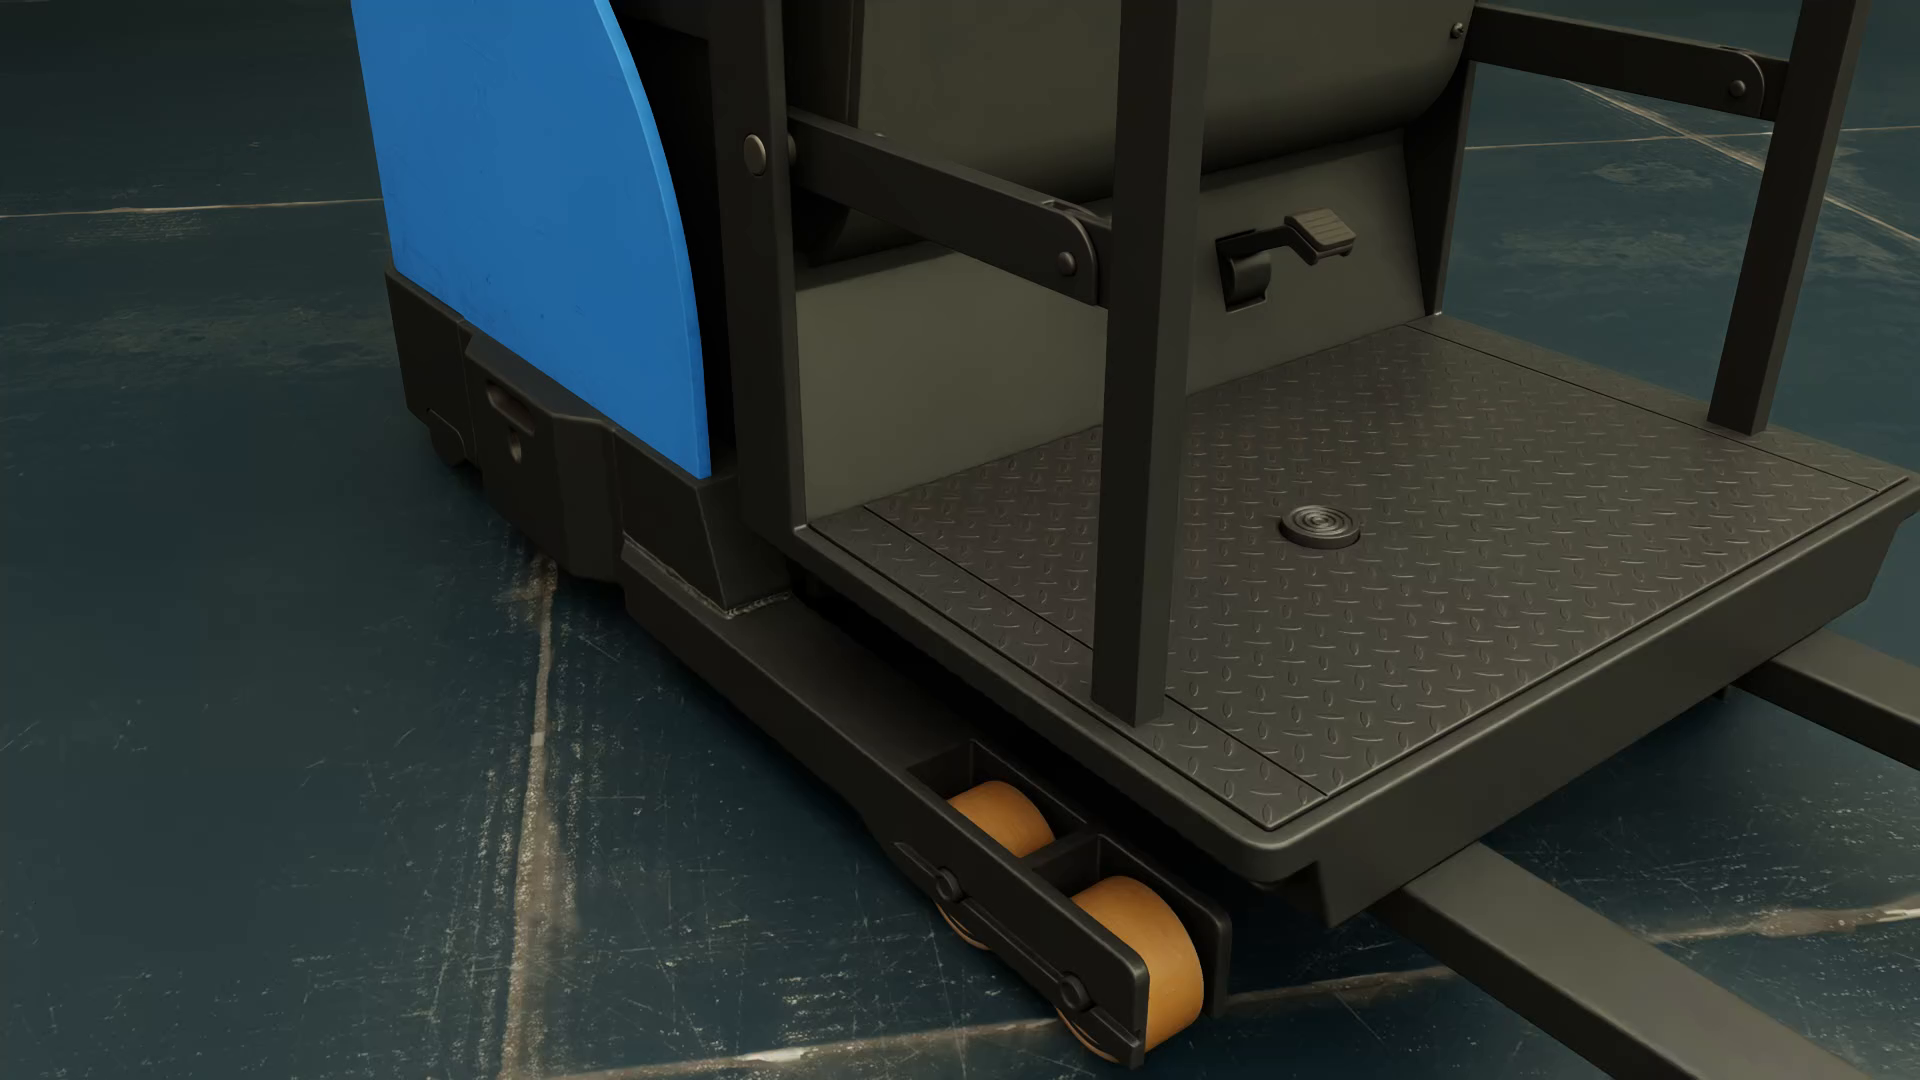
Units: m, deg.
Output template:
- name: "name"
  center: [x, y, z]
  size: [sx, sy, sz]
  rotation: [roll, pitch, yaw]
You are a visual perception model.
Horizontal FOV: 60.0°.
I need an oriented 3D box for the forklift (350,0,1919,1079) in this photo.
- name: "forklift"
  center: [0.374, -1.069, 1.387]
  size: [1.130, 2.935, 3.031]
  rotation: [-20, 34, -33]
